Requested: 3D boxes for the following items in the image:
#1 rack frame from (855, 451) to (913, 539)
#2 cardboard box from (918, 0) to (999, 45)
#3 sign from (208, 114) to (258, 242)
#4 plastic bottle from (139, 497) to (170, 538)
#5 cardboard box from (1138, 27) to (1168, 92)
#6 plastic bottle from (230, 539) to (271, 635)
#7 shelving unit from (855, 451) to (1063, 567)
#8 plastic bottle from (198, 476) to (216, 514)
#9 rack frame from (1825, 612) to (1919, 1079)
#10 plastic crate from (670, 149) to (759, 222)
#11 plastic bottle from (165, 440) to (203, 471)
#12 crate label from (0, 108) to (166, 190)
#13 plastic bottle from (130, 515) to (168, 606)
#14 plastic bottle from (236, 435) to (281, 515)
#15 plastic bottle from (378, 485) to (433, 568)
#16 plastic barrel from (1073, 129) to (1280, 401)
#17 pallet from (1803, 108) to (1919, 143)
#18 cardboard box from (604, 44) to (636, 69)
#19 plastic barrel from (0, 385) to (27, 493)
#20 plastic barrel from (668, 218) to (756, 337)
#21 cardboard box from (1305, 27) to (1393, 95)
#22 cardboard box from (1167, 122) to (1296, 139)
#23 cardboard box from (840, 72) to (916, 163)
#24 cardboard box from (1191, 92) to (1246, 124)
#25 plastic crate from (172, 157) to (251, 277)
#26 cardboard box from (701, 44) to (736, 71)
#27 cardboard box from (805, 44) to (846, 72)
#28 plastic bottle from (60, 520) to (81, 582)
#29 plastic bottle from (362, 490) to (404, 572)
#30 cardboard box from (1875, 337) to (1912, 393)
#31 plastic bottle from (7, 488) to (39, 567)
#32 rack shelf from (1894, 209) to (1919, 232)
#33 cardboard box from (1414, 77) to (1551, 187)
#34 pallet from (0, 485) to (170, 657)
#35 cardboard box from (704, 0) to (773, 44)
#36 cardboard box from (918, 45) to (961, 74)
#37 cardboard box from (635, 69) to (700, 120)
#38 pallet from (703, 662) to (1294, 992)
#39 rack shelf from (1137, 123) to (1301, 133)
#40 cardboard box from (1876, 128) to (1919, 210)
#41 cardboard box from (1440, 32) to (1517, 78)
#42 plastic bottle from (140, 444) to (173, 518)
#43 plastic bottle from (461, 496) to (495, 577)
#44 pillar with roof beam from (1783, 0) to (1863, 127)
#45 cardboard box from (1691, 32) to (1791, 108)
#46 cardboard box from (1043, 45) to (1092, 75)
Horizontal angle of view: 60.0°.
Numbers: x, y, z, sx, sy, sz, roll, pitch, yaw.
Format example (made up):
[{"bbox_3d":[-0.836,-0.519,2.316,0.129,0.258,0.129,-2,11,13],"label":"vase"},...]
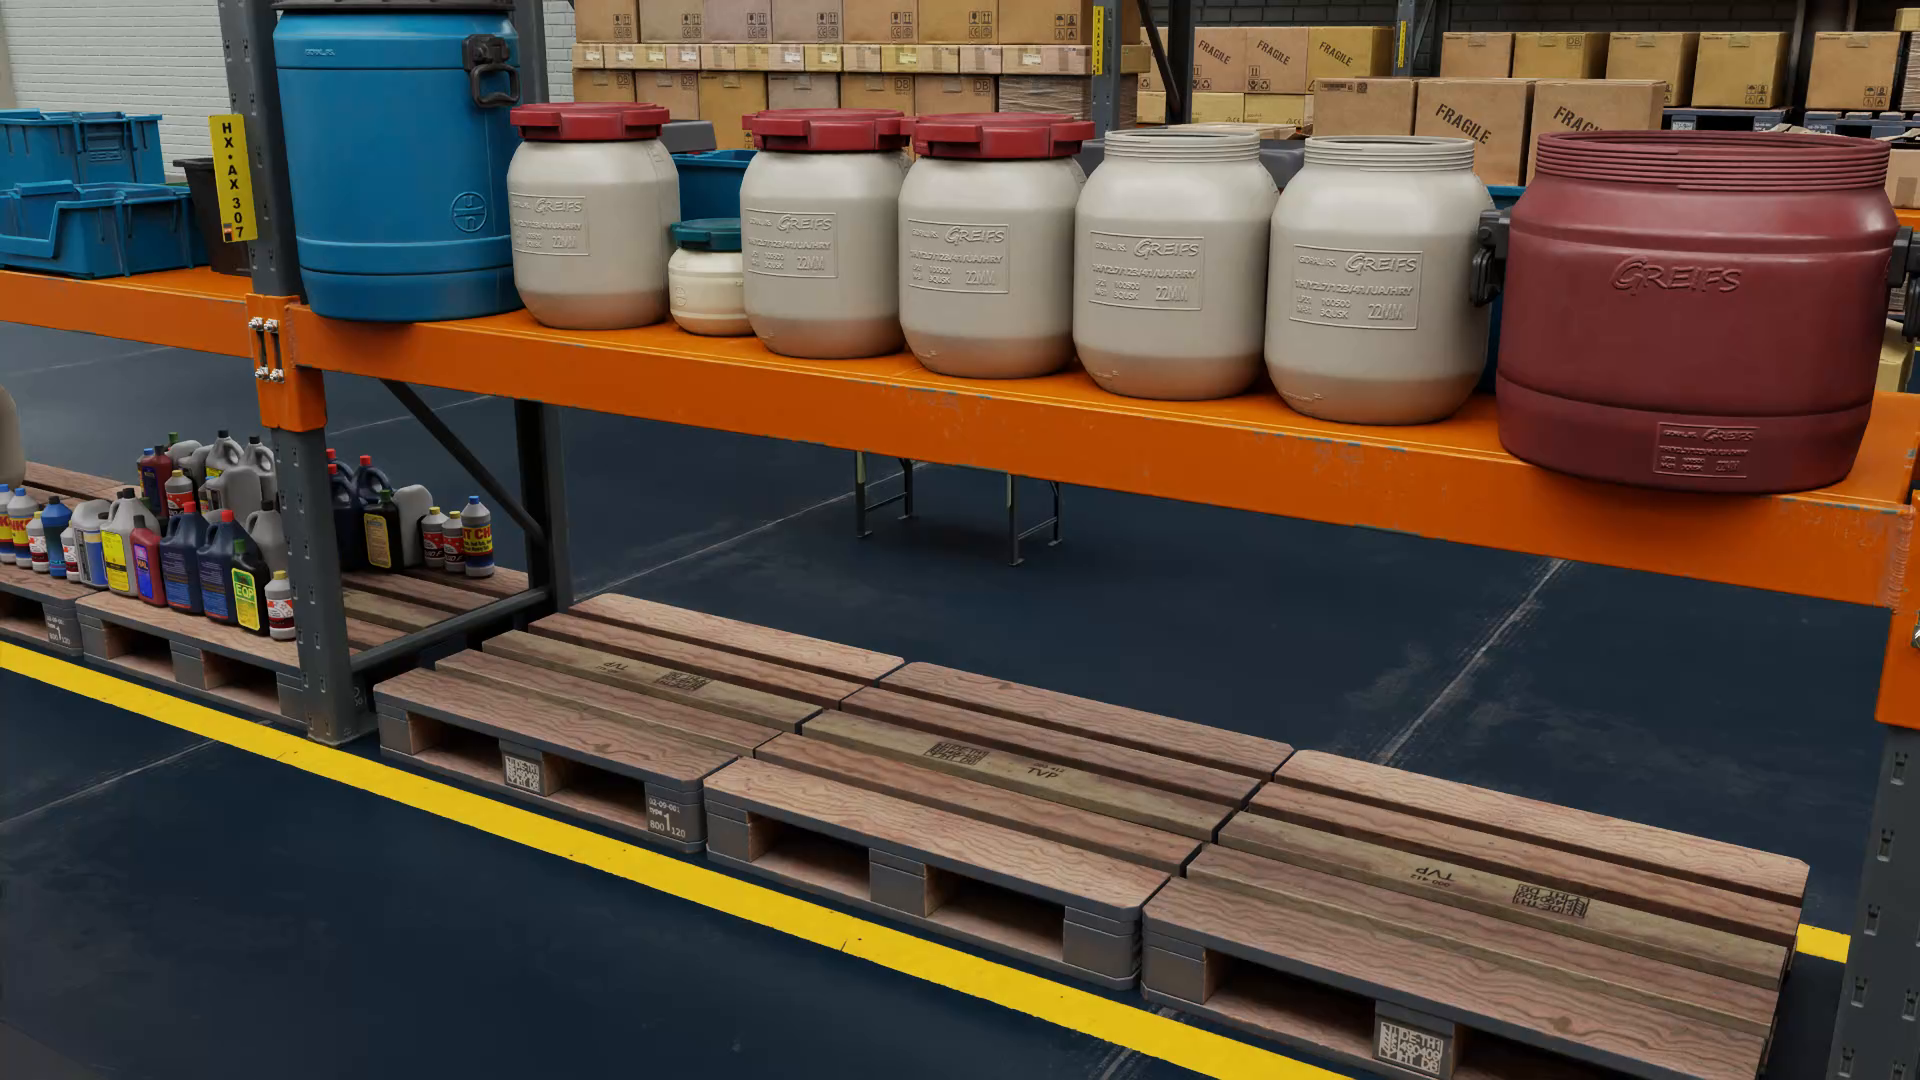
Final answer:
[{"bbox_3d":[-0.318,-0.774,6.850,0.023,1.500,0.400,10,20,30],"label":"rack frame"},{"bbox_3d":[0.166,-2.992,9.167,0.500,0.500,0.700,10,20,30],"label":"cardboard box"},{"bbox_3d":[-1.914,-0.953,4.381,0.005,0.325,0.100,10,20,30],"label":"sign"},{"bbox_3d":[-2.724,0.000,5.637,0.133,0.283,0.061,10,20,30],"label":"plastic bottle"},{"bbox_3d":[1.708,-3.933,13.602,0.500,0.500,0.500,11,20,32],"label":"cardboard box"},{"bbox_3d":[-2.200,0.143,5.167,0.133,0.283,0.061,11,20,33],"label":"plastic bottle"},{"bbox_3d":[-0.006,-0.719,6.667,0.755,1.500,0.431,10,20,30],"label":"shelving unit"},{"bbox_3d":[-2.795,-0.137,6.230,0.097,0.201,0.097,0,17,0],"label":"plastic bottle"},{"bbox_3d":[1.791,-0.347,2.861,0.127,3.000,1.000,10,20,30],"label":"rack frame"},{"bbox_3d":[-0.514,-0.857,4.568,0.575,0.384,0.392,10,20,30],"label":"plastic crate"},{"bbox_3d":[-3.031,-0.255,6.488,0.135,0.276,0.152,10,20,30],"label":"plastic bottle"},{"bbox_3d":[-3.316,-1.367,6.161,0.616,0.435,0.502,10,20,30],"label":"crate label"},{"bbox_3d":[-2.641,0.064,5.426,0.133,0.283,0.061,12,20,34],"label":"plastic bottle"},{"bbox_3d":[-2.611,-0.217,6.235,0.185,0.351,0.144,10,20,30],"label":"plastic bottle"},{"bbox_3d":[-1.949,-0.062,5.853,0.135,0.276,0.152,11,20,32],"label":"plastic bottle"},{"bbox_3d":[0.444,-0.568,3.397,0.421,0.512,0.421,0,17,0],"label":"plastic barrel"},{"bbox_3d":[6.313,-2.790,11.237,1.003,0.211,1.213,10,20,30],"label":"pallet"},{"bbox_3d":[-1.982,-2.995,10.293,0.250,0.149,0.380,10,19,29],"label":"cardboard box"},{"bbox_3d":[-3.998,-0.417,6.650,0.421,0.512,0.421,0,17,0],"label":"plastic barrel"},{"bbox_3d":[-0.569,-0.649,4.096,0.301,0.262,0.301,0,17,0],"label":"plastic barrel"},{"bbox_3d":[3.003,-3.701,12.836,0.500,0.500,0.500,10,20,30],"label":"cardboard box"},{"bbox_3d":[1.421,-2.045,8.712,0.500,0.250,0.500,12,20,33],"label":"cardboard box"},{"bbox_3d":[-0.281,-2.451,9.617,0.500,0.500,0.700,10,20,31],"label":"cardboard box"},{"bbox_3d":[2.149,-3.494,13.446,0.500,0.250,0.500,10,20,30],"label":"cardboard box"},{"bbox_3d":[-1.997,-1.036,5.239,0.504,0.338,0.767,10,20,30],"label":"plastic crate"},{"bbox_3d":[-1.328,-2.878,9.907,0.250,0.149,0.380,9,19,28],"label":"cardboard box"},{"bbox_3d":[-0.674,-2.761,9.521,0.250,0.149,0.380,11,20,32],"label":"cardboard box"},{"bbox_3d":[-3.007,0.032,5.674,0.097,0.201,0.097,0,17,0],"label":"plastic bottle"},{"bbox_3d":[-2.004,-0.039,5.765,0.133,0.283,0.061,10,20,30],"label":"plastic bottle"},{"bbox_3d":[3.812,-0.745,7.217,0.500,0.311,0.500,11,20,31],"label":"cardboard box"},{"bbox_3d":[-3.266,-0.048,5.816,0.097,0.271,0.097,0,17,0],"label":"plastic bottle"},{"bbox_3d":[2.683,-1.533,8.004,4.000,0.370,1.077,10,20,30],"label":"rack shelf"},{"bbox_3d":[2.500,-1.952,7.974,0.500,0.500,0.500,10,20,30],"label":"cardboard box"},{"bbox_3d":[-3.211,0.081,6.250,1.213,0.211,1.003,10,20,30],"label":"pallet"},{"bbox_3d":[-1.113,-3.221,9.920,0.500,0.500,0.700,10,20,30],"label":"cardboard box"},{"bbox_3d":[-0.024,-2.645,9.139,0.250,0.149,0.380,10,20,30],"label":"cardboard box"},{"bbox_3d":[-1.589,-2.685,10.386,0.500,0.500,0.700,11,20,31],"label":"cardboard box"},{"bbox_3d":[0.116,0.674,4.298,1.213,0.211,1.003,10,20,30],"label":"pallet"},{"bbox_3d":[1.863,-3.369,14.048,4.000,0.370,1.077,10,20,30],"label":"rack shelf"},{"bbox_3d":[4.100,-1.596,7.129,0.500,0.311,0.500,12,20,33],"label":"cardboard box"},{"bbox_3d":[3.984,-3.581,12.581,0.500,0.500,0.700,10,20,30],"label":"cardboard box"},{"bbox_3d":[-3.086,-0.232,6.400,0.133,0.283,0.061,10,20,30],"label":"plastic bottle"},{"bbox_3d":[-1.659,-0.017,5.714,0.097,0.271,0.097,0,17,0],"label":"plastic bottle"},{"bbox_3d":[4.068,-5.016,7.913,0.400,9.000,9.100,10,20,30],"label":"pillar with roof beam"},{"bbox_3d":[5.497,-3.312,11.693,0.500,0.500,0.700,10,20,30],"label":"cardboard box"},{"bbox_3d":[0.635,-2.528,8.754,0.250,0.149,0.380,10,20,30],"label":"cardboard box"}]
